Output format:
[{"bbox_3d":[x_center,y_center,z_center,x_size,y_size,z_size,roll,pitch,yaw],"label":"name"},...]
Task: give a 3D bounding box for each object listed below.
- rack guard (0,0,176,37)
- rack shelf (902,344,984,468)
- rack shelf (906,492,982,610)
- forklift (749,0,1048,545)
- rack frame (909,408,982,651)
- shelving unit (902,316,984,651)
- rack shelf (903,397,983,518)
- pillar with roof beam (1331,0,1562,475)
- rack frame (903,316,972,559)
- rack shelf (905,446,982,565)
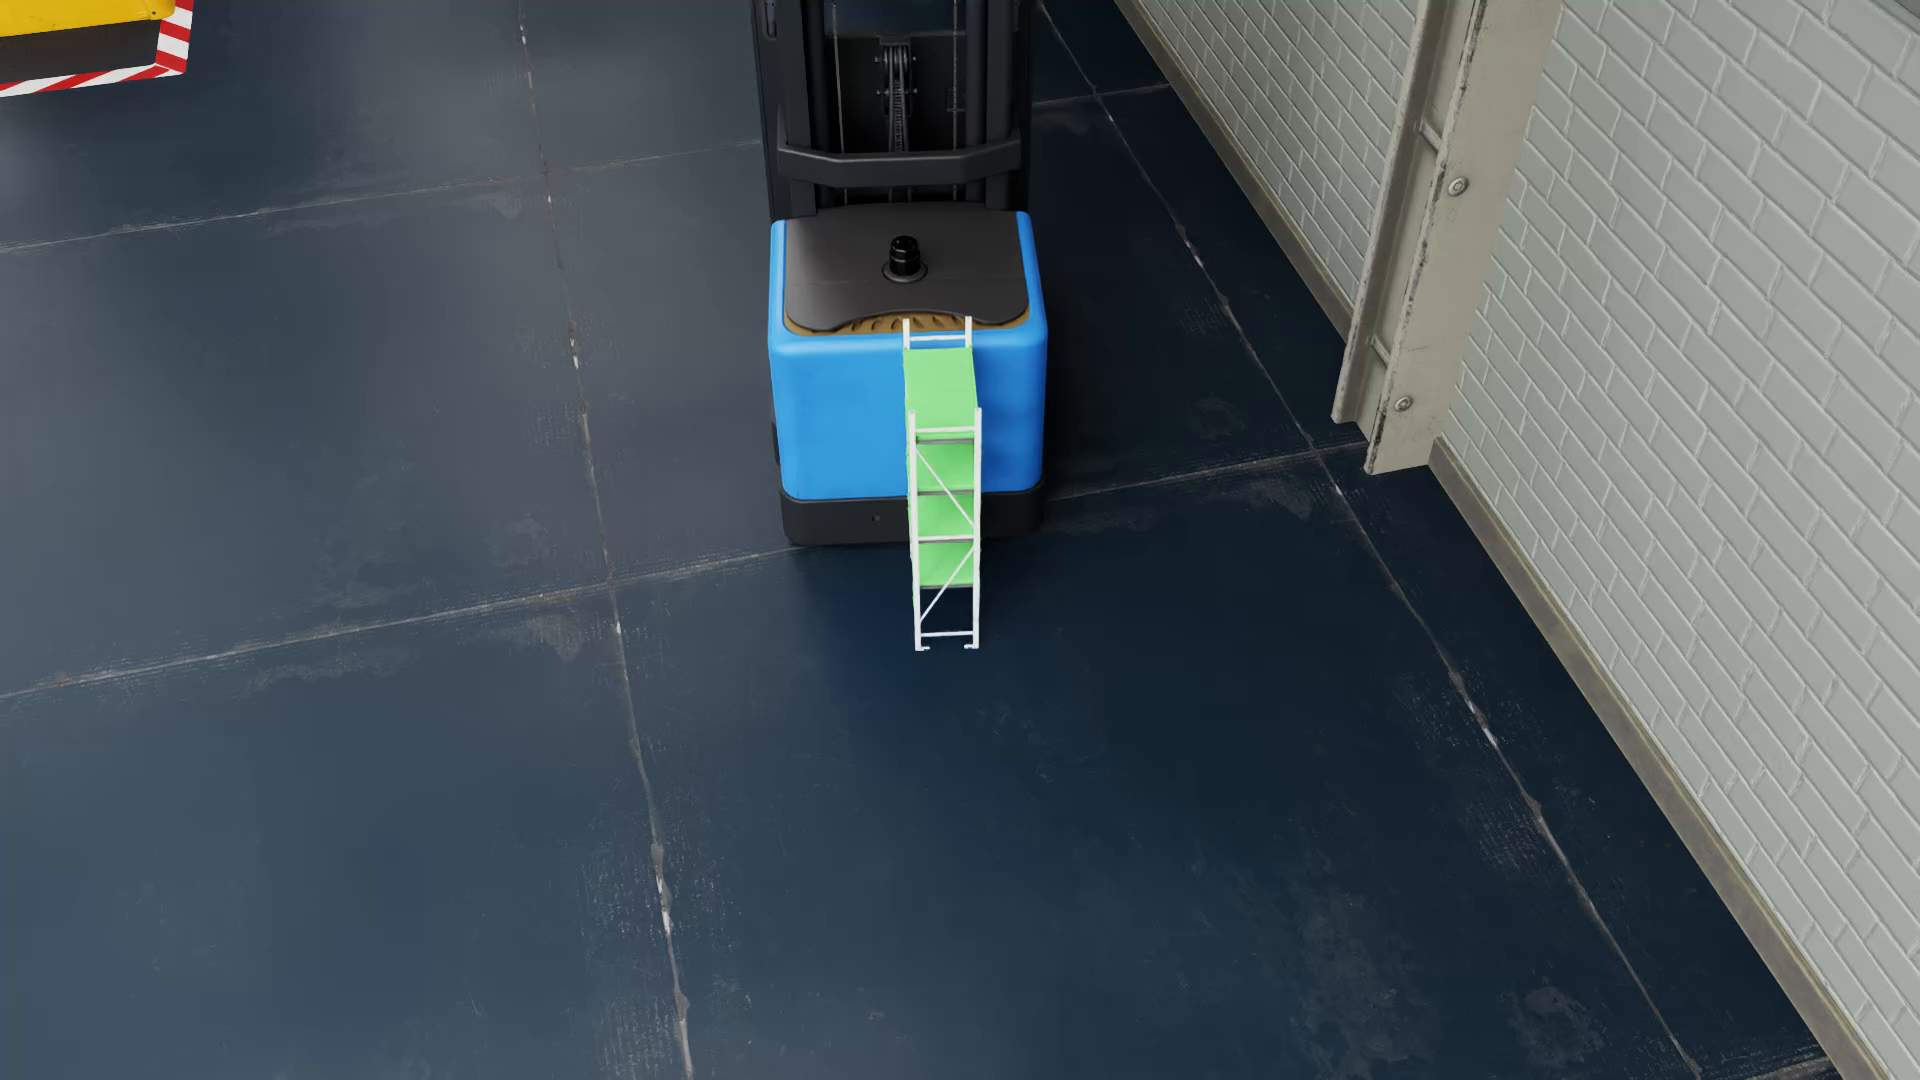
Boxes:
[{"bbox_3d":[-5.224,-3.252,9.587,1.175,0.500,0.348,-11,47,-10],"label":"rack guard"},{"bbox_3d":[-0.064,-0.472,5.790,0.258,0.148,0.480,-3,46,-2],"label":"rack shelf"},{"bbox_3d":[-0.064,0.032,6.304,0.258,0.148,0.480,-3,46,-2],"label":"rack shelf"},{"bbox_3d":[-0.272,-2.051,6.708,1.130,2.935,3.031,-3,46,-2],"label":"forklift"},{"bbox_3d":[-0.049,-0.007,5.917,0.240,1.200,0.015,-3,46,-2],"label":"rack frame"},{"bbox_3d":[-0.064,-0.181,6.087,0.258,1.200,0.503,-3,46,-2],"label":"shelving unit"},{"bbox_3d":[-0.064,-0.304,5.961,0.258,0.148,0.480,-3,46,-2],"label":"rack shelf"},{"bbox_3d":[-2.339,-2.801,3.194,9.100,9.000,0.400,-11,47,-10],"label":"pillar with roof beam"},{"bbox_3d":[-0.079,-0.355,6.258,0.240,1.200,0.015,-3,46,-2],"label":"rack frame"},{"bbox_3d":[-0.064,-0.136,6.133,0.258,0.148,0.480,-3,46,-2],"label":"rack shelf"}]
